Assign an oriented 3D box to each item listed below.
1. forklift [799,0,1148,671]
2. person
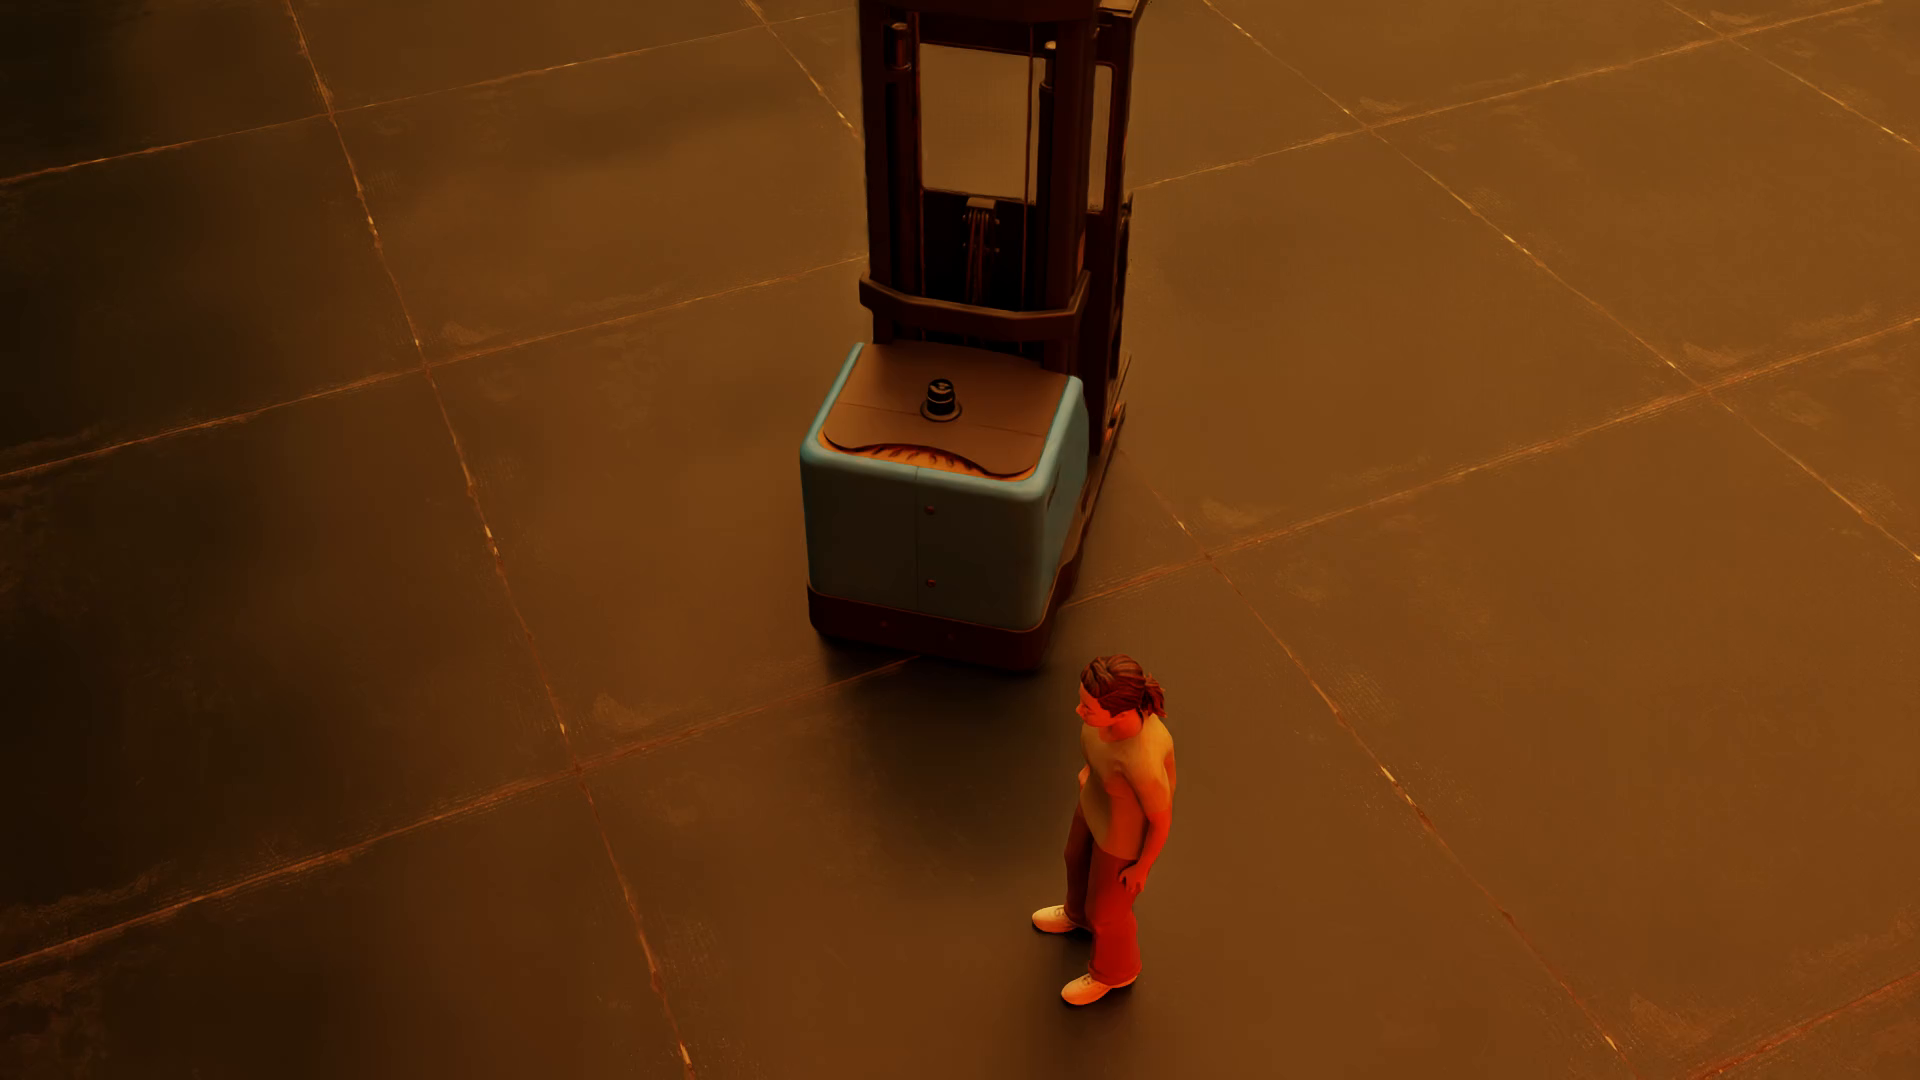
[{"bbox_3d":[0.211,-1.531,7.320,1.130,2.935,3.031,10,44,11],"label":"forklift"},{"bbox_3d":[0.505,0.950,5.586,0.359,1.671,0.512,-12,44,-12],"label":"person"}]
